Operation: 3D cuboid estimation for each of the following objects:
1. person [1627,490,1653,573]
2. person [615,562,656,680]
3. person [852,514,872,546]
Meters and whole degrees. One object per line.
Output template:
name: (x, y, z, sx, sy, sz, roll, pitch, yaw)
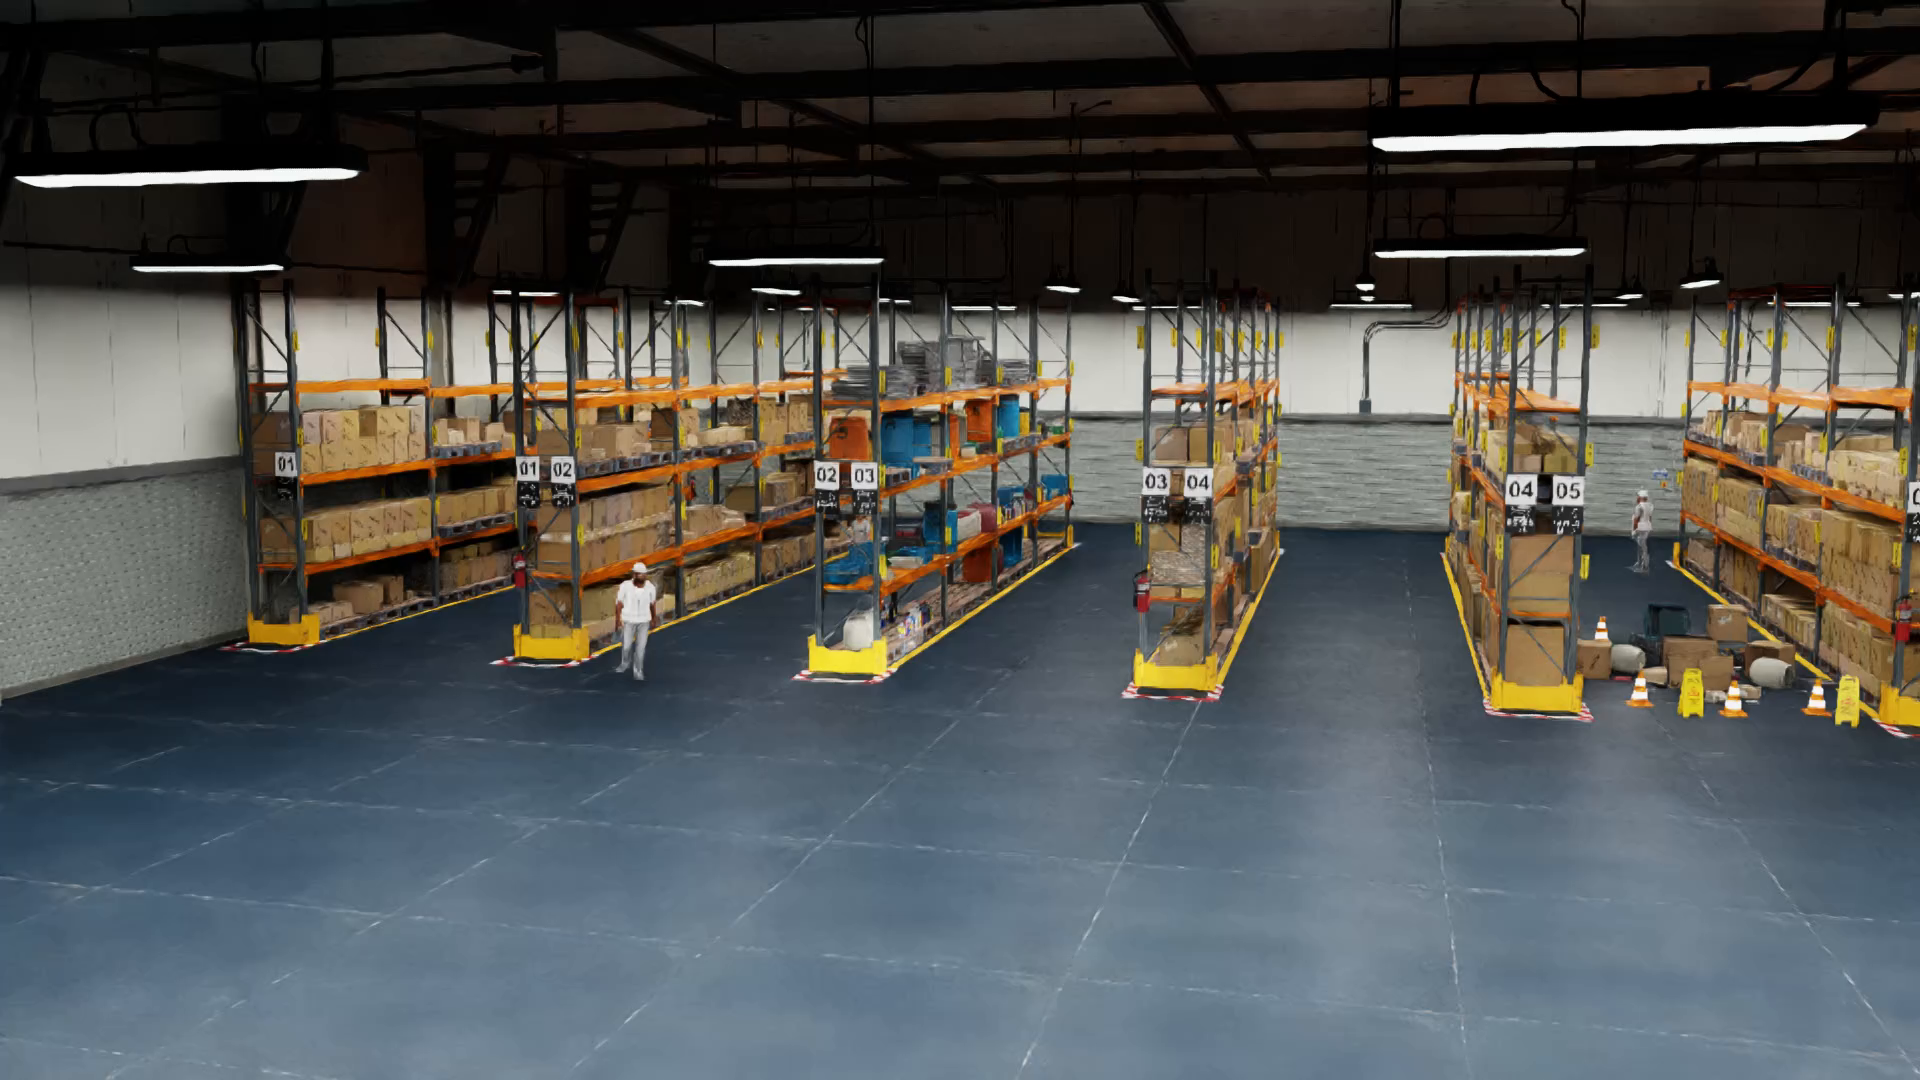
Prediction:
person: (14.709, -0.273, 35.932, 0.558, 1.643, 0.662, 7, 10, 44)
person: (-4.801, 1.190, 24.610, 0.616, 1.760, 0.571, -3, 7, -22)
person: (-2.013, 0.121, 34.040, 0.455, 1.612, 1.019, 2, 7, 13)
